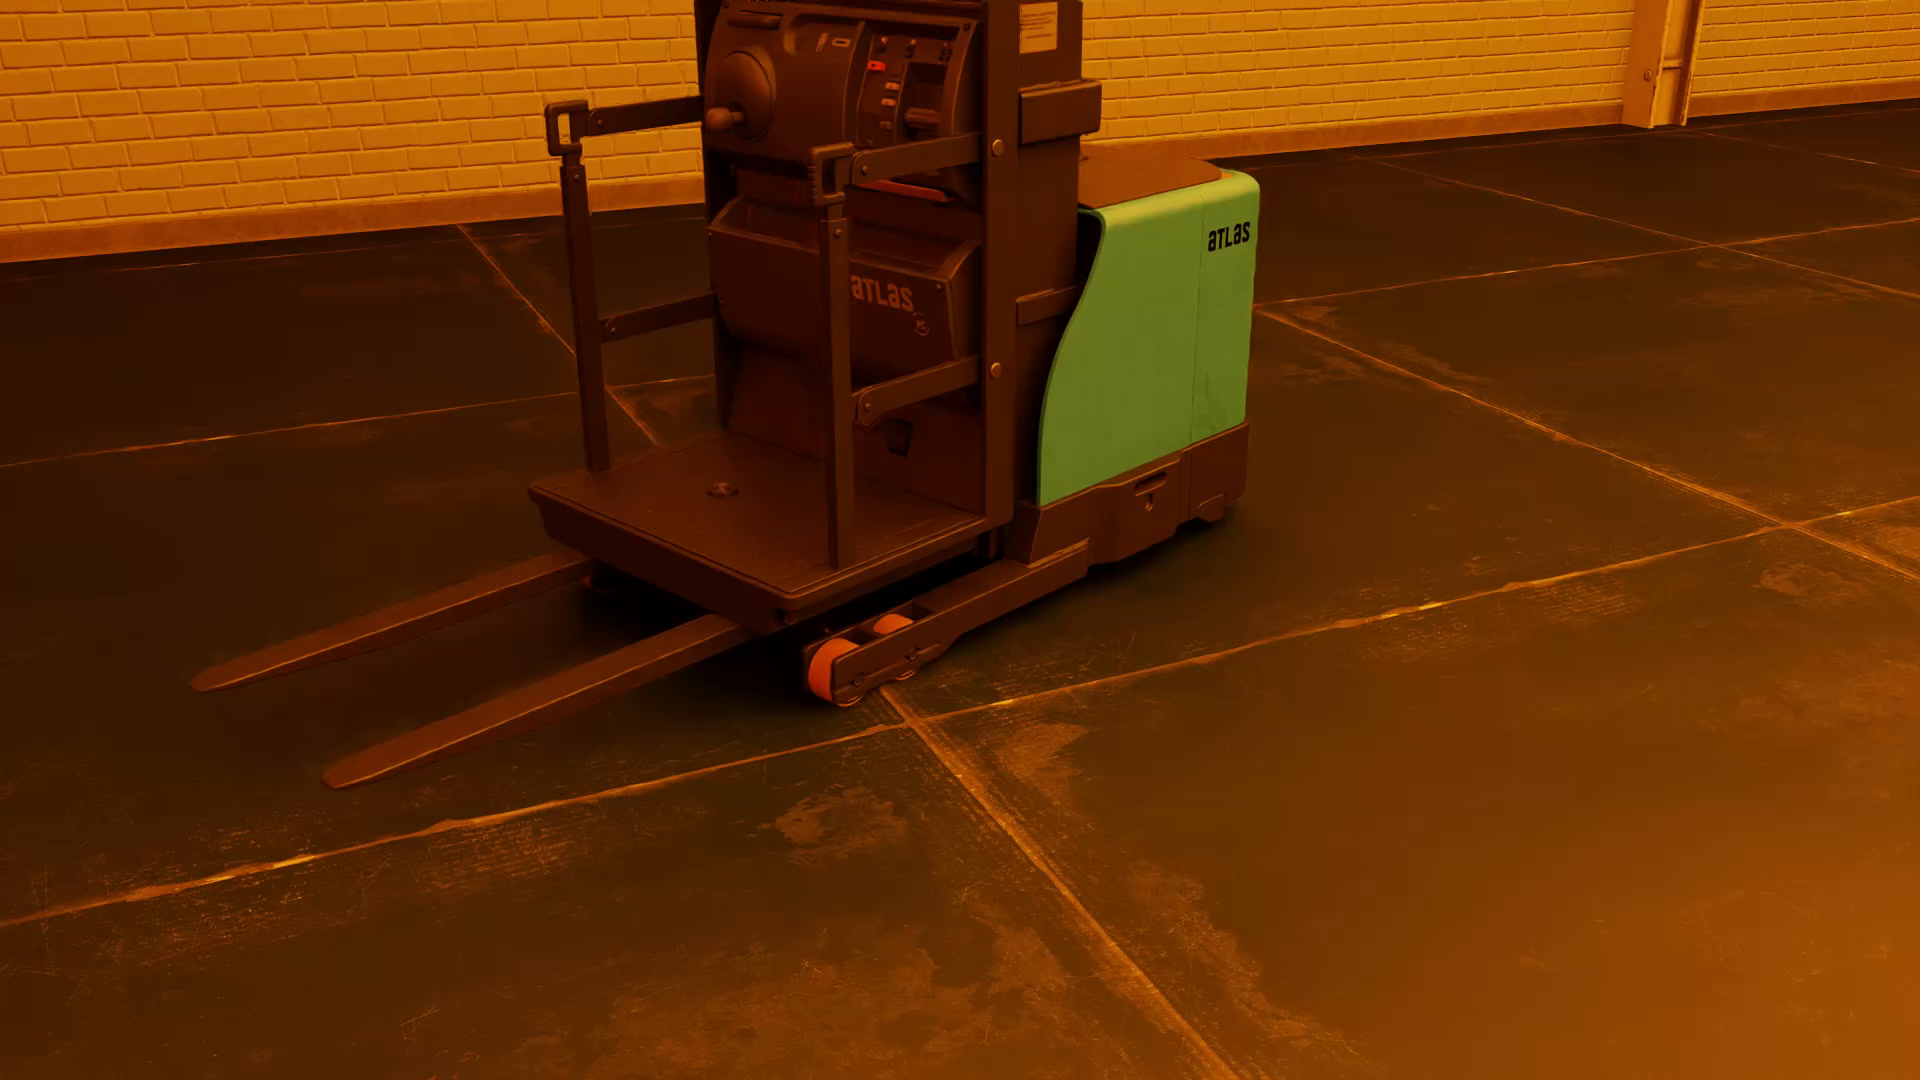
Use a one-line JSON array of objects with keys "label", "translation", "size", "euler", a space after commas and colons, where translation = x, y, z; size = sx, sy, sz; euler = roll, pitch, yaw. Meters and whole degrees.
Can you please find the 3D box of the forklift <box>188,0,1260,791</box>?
[{"label": "forklift", "translation": [-0.466, -1.162, 4.082], "size": [1.130, 2.935, 3.031], "euler": [20, 30, 39]}]
